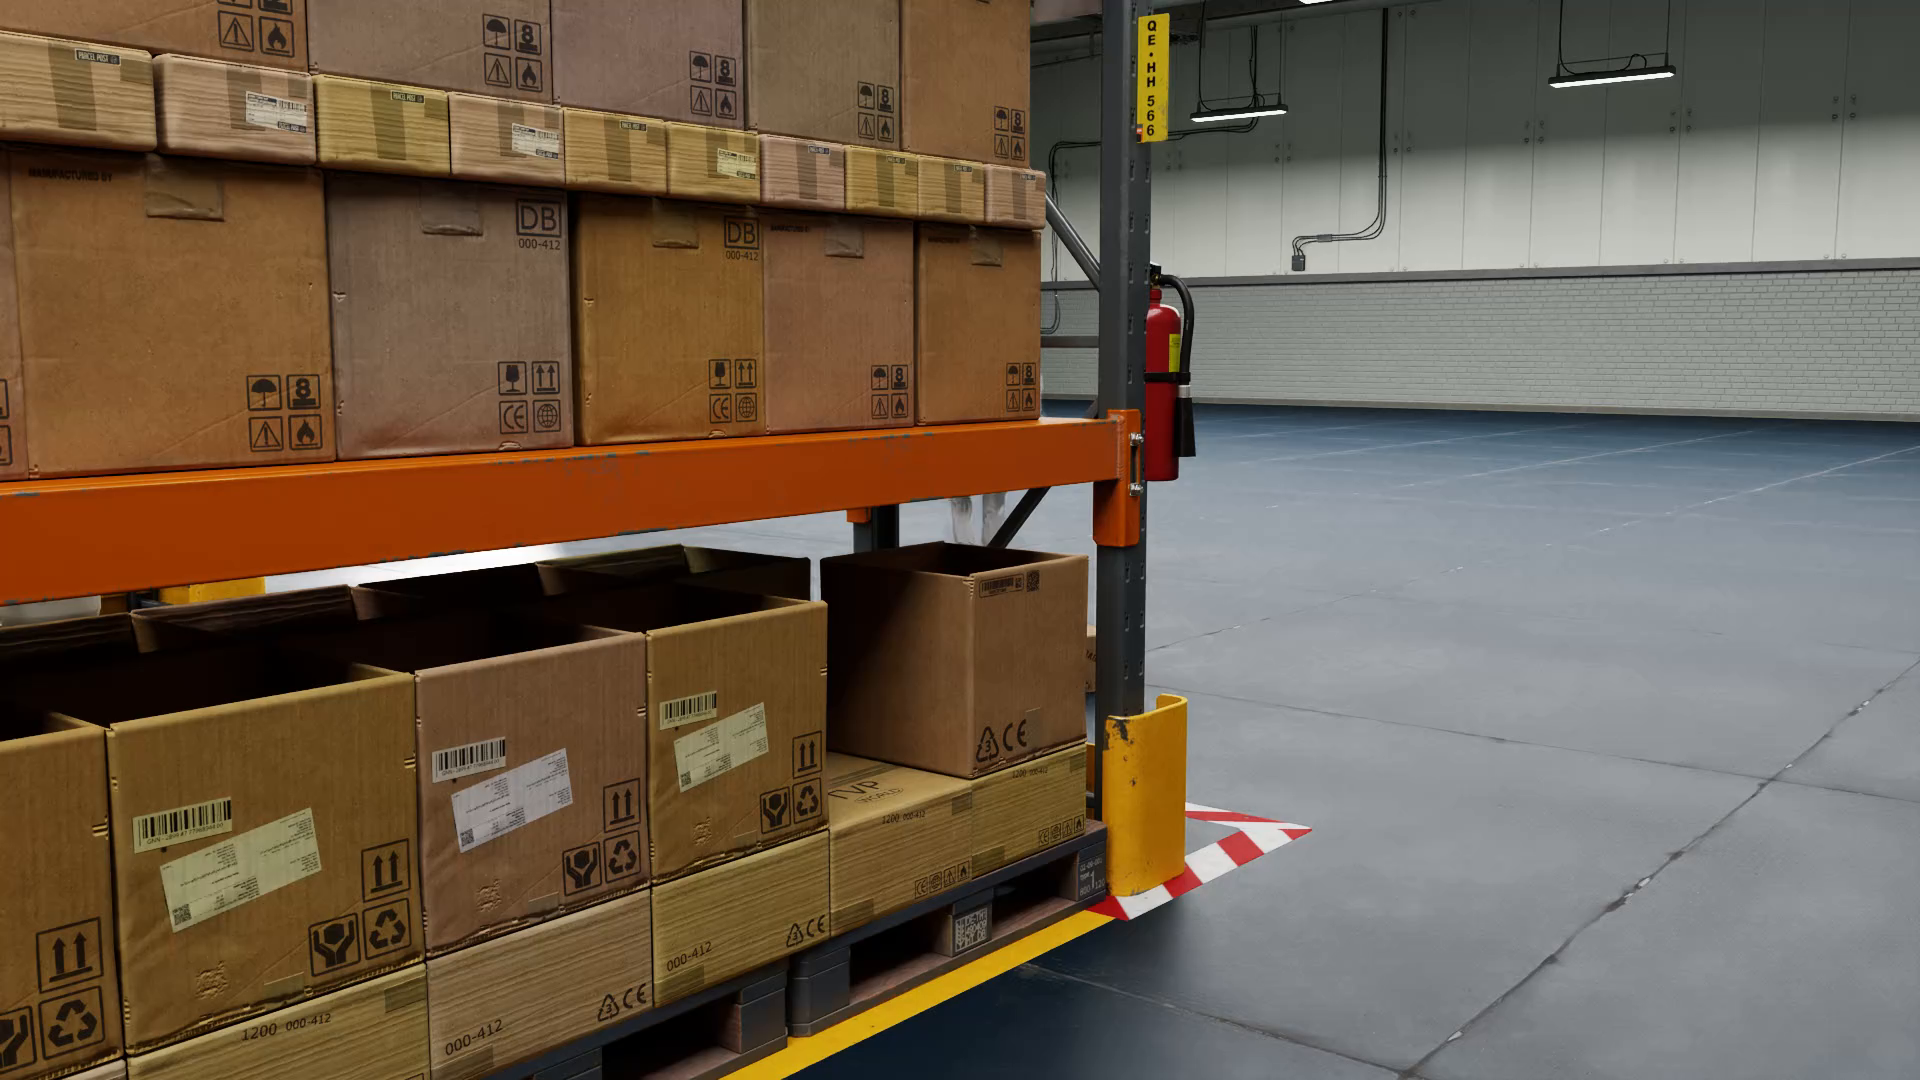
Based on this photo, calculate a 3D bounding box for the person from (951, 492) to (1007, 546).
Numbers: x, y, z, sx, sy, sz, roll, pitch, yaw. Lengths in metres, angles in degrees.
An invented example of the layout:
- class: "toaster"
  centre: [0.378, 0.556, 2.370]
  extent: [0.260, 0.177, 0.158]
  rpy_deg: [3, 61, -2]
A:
- class: "person"
  centre: [0.129, -0.501, 9.940]
  extent: [0.532, 1.744, 0.643]
  rpy_deg: [0, 7, -2]
